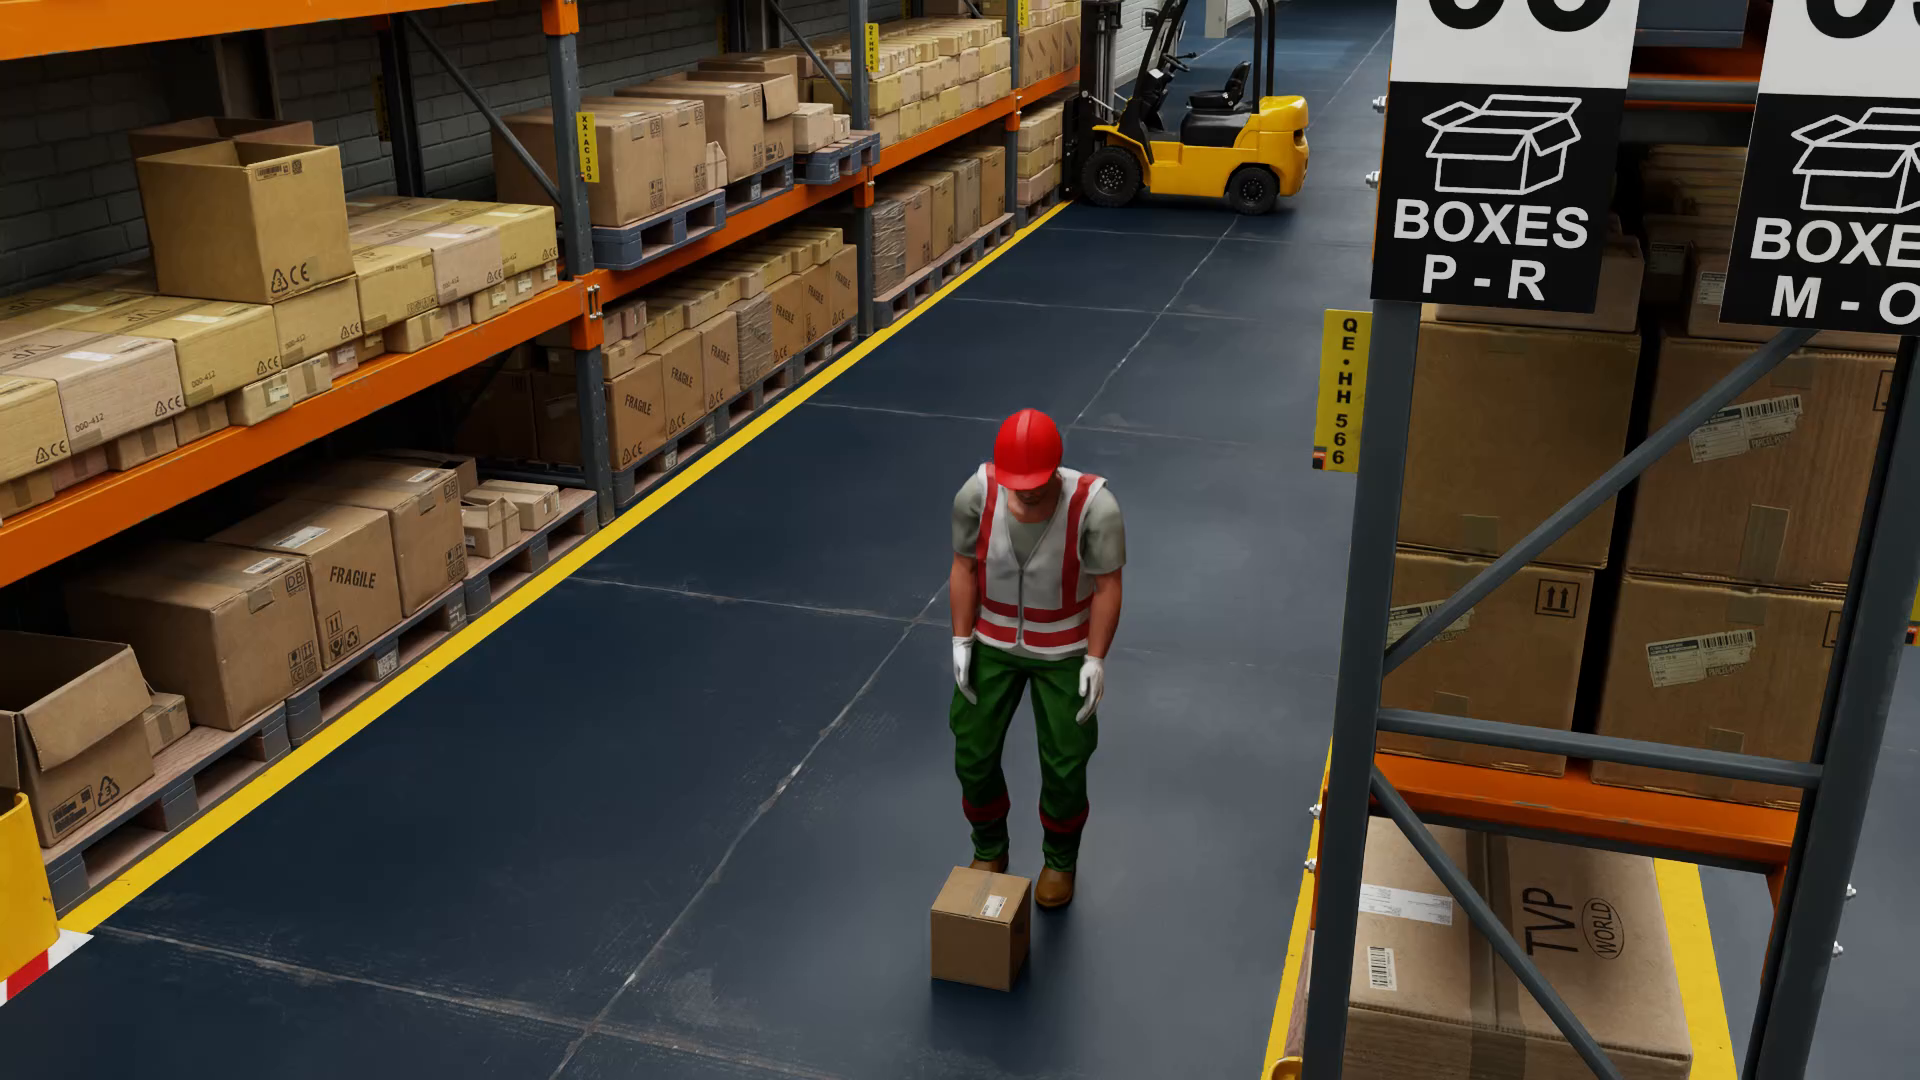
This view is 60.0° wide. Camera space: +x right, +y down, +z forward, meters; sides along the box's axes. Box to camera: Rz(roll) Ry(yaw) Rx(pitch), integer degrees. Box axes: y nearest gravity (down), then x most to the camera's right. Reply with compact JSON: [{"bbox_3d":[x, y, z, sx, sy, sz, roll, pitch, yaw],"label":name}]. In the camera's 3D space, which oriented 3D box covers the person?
[{"bbox_3d":[0.232,0.371,5.252,0.554,1.699,0.516,7,23,17],"label":"person"}]
